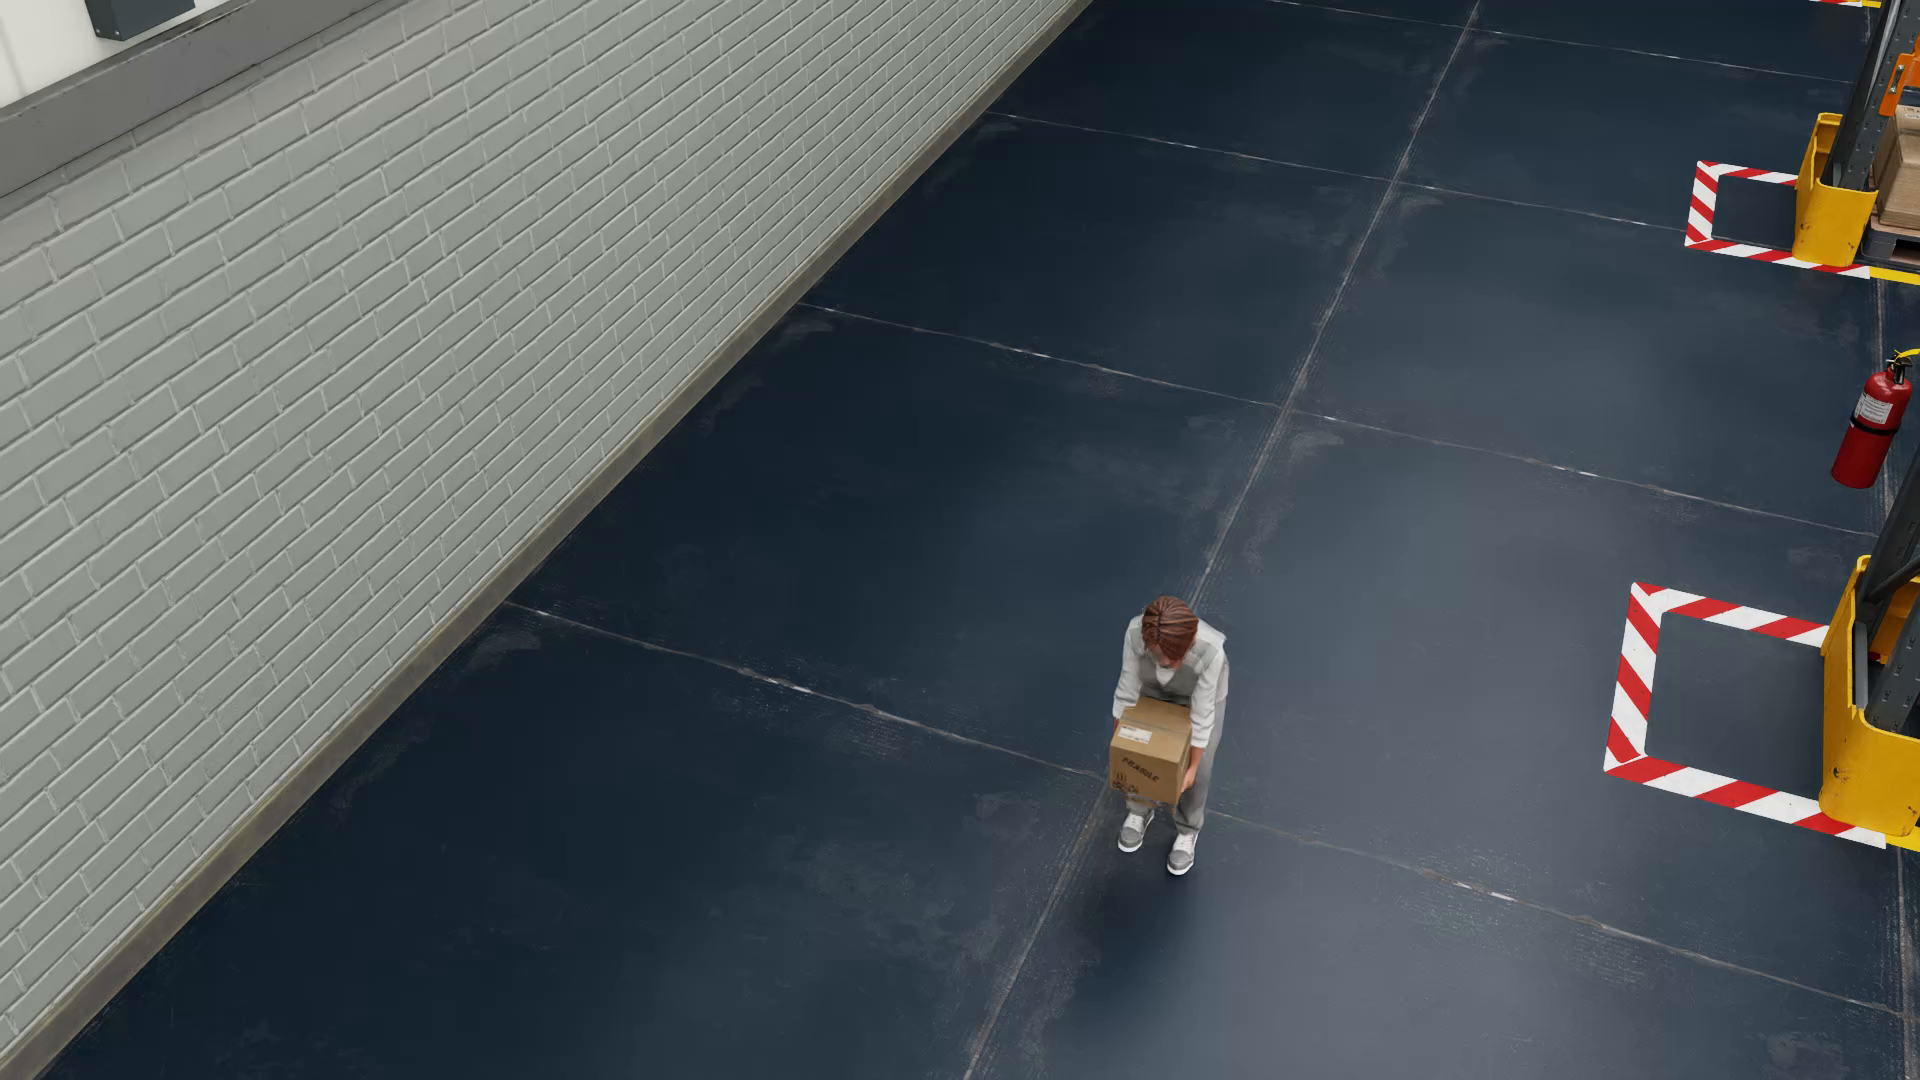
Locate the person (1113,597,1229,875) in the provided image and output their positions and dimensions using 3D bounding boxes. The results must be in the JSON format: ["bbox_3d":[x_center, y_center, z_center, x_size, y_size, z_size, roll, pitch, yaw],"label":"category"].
[{"bbox_3d":[0.757,0.679,6.075,0.373,1.457,0.637,14,40,17],"label":"person"}]
